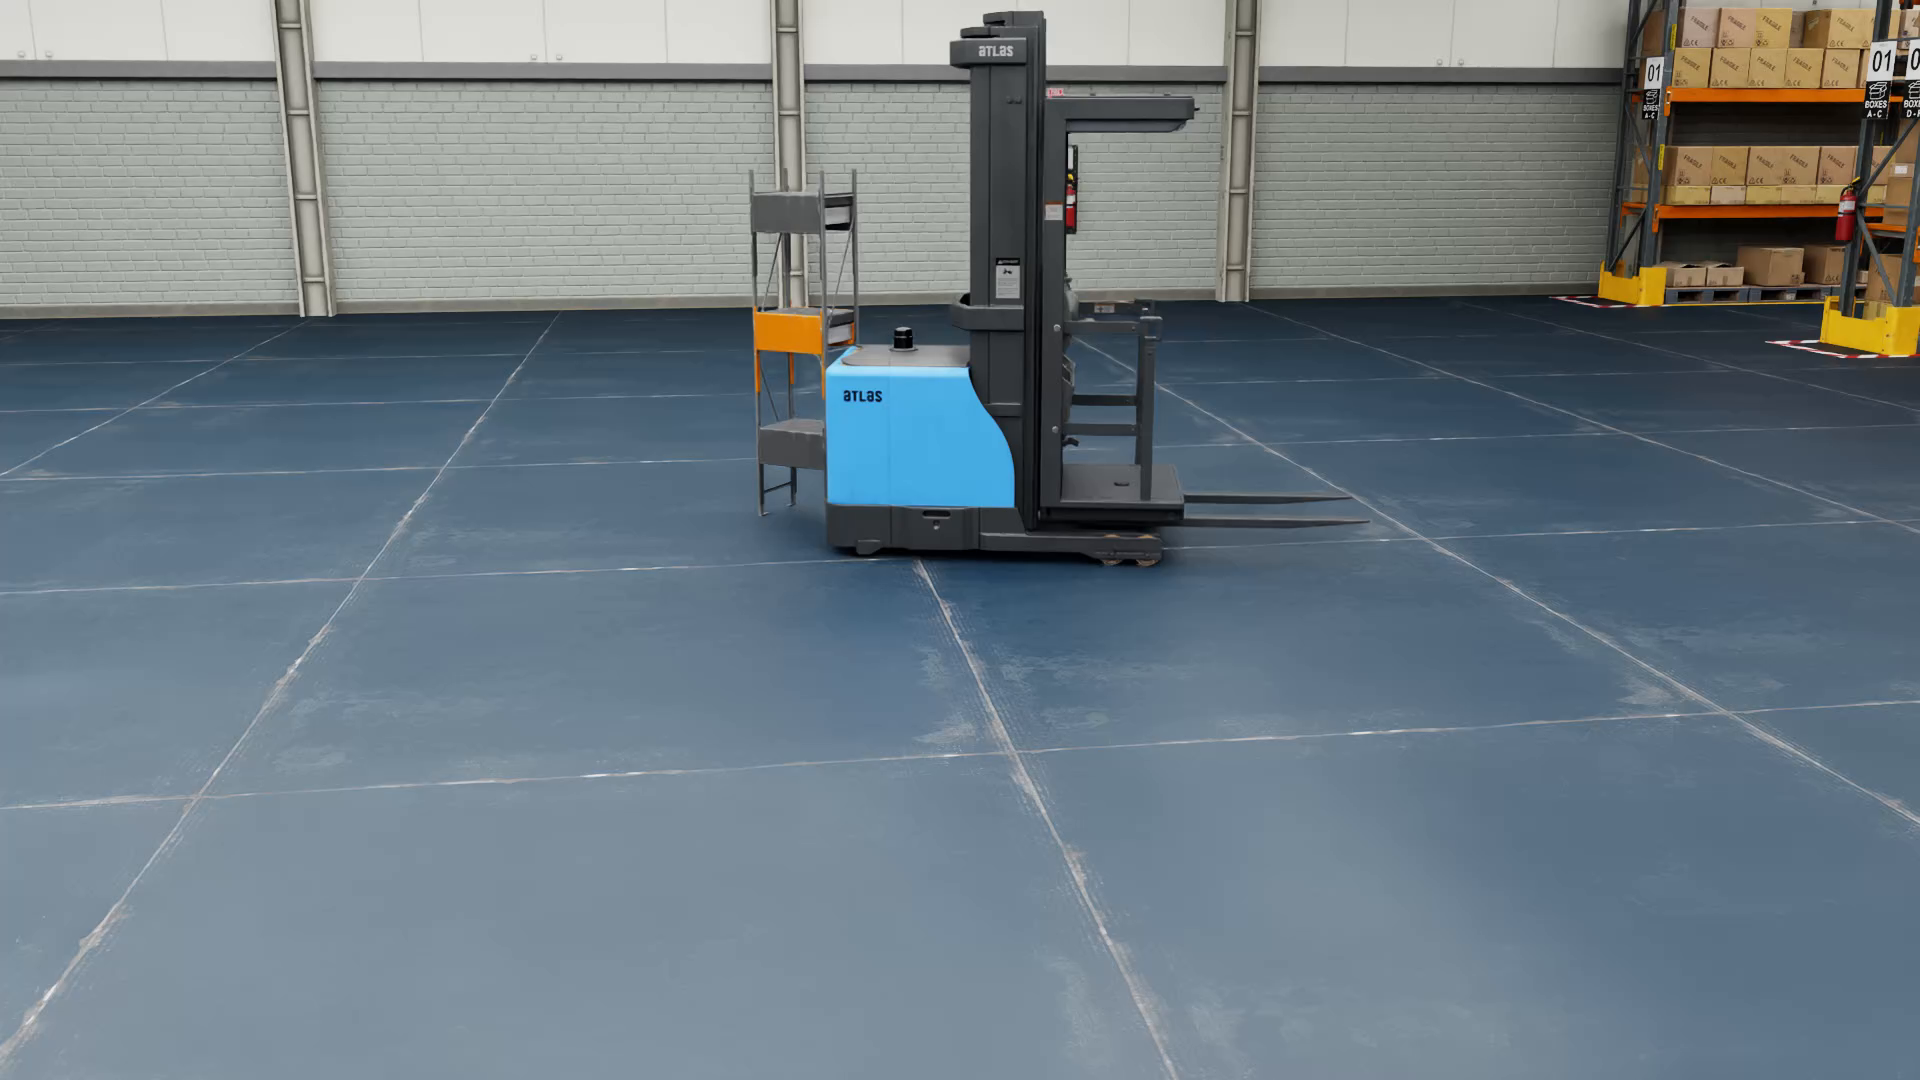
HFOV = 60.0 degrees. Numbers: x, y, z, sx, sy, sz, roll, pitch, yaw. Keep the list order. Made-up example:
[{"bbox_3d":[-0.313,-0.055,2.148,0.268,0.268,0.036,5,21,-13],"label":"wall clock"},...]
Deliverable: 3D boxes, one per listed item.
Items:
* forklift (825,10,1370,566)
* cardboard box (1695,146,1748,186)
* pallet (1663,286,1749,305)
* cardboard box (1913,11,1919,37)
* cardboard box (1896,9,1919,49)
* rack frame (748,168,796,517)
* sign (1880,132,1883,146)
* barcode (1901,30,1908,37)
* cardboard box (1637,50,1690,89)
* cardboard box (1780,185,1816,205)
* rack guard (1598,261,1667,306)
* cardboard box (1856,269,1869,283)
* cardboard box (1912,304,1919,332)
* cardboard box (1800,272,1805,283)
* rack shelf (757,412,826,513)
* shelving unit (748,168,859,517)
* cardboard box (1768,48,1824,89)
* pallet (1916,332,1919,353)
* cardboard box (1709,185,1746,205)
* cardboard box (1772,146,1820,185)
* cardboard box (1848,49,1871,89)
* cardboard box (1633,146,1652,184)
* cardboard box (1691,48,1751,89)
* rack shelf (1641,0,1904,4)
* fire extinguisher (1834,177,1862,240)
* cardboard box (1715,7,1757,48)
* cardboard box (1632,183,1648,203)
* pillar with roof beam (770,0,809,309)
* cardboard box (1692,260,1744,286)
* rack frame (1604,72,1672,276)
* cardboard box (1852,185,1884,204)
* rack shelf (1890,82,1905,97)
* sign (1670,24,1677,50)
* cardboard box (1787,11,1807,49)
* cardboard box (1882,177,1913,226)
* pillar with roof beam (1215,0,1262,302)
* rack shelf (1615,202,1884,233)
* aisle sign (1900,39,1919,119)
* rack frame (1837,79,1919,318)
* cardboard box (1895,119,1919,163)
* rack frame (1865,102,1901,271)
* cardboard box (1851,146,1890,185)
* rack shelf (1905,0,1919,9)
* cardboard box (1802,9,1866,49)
[{"bbox_3d":[0.788,-1.416,9.341,3.031,2.935,1.130,1,14,4],"label":"forklift"},{"bbox_3d":[10.109,-4.989,22.173,0.500,0.500,0.500,-2,14,-8],"label":"cardboard box"},{"bbox_3d":[9.986,-3.399,22.840,1.213,0.211,1.003,-2,14,-8],"label":"pallet"},{"bbox_3d":[10.413,-5.333,17.289,0.637,0.503,0.797,-1,14,-4],"label":"cardboard box"},{"bbox_3d":[12.603,-6.787,22.151,0.500,0.500,0.500,-3,14,-13],"label":"cardboard box"},{"bbox_3d":[-1.148,-1.205,10.210,0.015,2.100,0.400,7,16,26],"label":"rack frame"},{"bbox_3d":[12.971,-5.568,23.375,0.005,0.325,0.100,-2,14,-8],"label":"sign"},{"bbox_3d":[10.070,-5.400,17.726,0.075,0.075,0.001,-2,14,-8],"label":"barcode"},{"bbox_3d":[9.477,-6.317,22.330,0.500,0.500,0.500,-1,14,-4],"label":"cardboard box"},{"bbox_3d":[11.148,-4.663,22.416,0.500,0.250,0.500,-2,14,-8],"label":"cardboard box"},{"bbox_3d":[9.177,-3.518,22.721,0.348,0.500,1.175,-2,14,-8],"label":"rack guard"},{"bbox_3d":[12.533,-3.685,23.169,0.250,0.166,0.380,-4,15,-16],"label":"cardboard box"},{"bbox_3d":[10.407,-2.372,17.803,0.500,0.250,0.500,-2,14,-8],"label":"cardboard box"},{"bbox_3d":[11.473,-3.650,23.066,0.250,0.149,0.380,-3,14,-13],"label":"cardboard box"},{"bbox_3d":[-0.931,-0.485,10.275,0.480,0.518,0.431,7,16,26],"label":"rack shelf"},{"bbox_3d":[-0.931,-1.178,10.101,0.503,2.100,0.431,7,16,26],"label":"shelving unit"},{"bbox_3d":[11.046,-6.248,22.055,0.500,0.500,0.500,-1,14,-5],"label":"cardboard box"},{"bbox_3d":[10.594,-2.221,18.145,1.213,0.211,1.003,-2,14,-8],"label":"pallet"},{"bbox_3d":[10.143,-4.628,22.277,0.500,0.250,0.500,-3,14,-10],"label":"cardboard box"},{"bbox_3d":[11.130,-5.028,22.328,0.500,0.500,0.500,-2,14,-7],"label":"cardboard box"},{"bbox_3d":[12.093,-6.293,22.234,0.500,0.500,0.500,-3,14,-13],"label":"cardboard box"},{"bbox_3d":[9.537,-5.096,22.603,0.500,0.500,0.500,-2,14,-9],"label":"cardboard box"},{"bbox_3d":[10.007,-6.204,21.879,0.500,0.500,0.500,-1,14,-5],"label":"cardboard box"},{"bbox_3d":[11.080,-7.359,22.053,4.000,0.370,1.077,-2,14,-8],"label":"rack shelf"},{"bbox_3d":[9.658,-3.606,18.093,0.183,0.674,0.296,-2,14,-8],"label":"fire extinguisher"},{"bbox_3d":[10.023,-6.687,21.752,0.500,0.500,0.500,-2,14,-9],"label":"cardboard box"},{"bbox_3d":[9.536,-4.728,22.676,0.500,0.250,0.500,-2,14,-7],"label":"cardboard box"},{"bbox_3d":[-1.559,-6.400,16.744,0.400,9.000,9.100,-2,14,-8],"label":"pillar with roof beam"},{"bbox_3d":[10.364,-3.661,22.776,0.500,0.311,0.500,-1,14,-4],"label":"cardboard box"},{"bbox_3d":[9.102,-4.728,22.406,0.127,3.000,1.000,-2,14,-8],"label":"rack frame"},{"bbox_3d":[12.140,-4.703,22.577,0.500,0.250,0.500,-2,14,-8],"label":"cardboard box"},{"bbox_3d":[11.822,-4.715,17.667,4.000,0.370,1.077,-2,14,-8],"label":"rack shelf"},{"bbox_3d":[9.183,-6.476,21.415,0.005,0.325,0.100,-2,14,-8],"label":"sign"},{"bbox_3d":[11.017,-6.856,22.423,0.500,0.500,0.500,-2,14,-8],"label":"cardboard box"},{"bbox_3d":[10.307,-3.598,17.699,0.500,0.500,0.700,-2,14,-8],"label":"cardboard box"},{"bbox_3d":[4.374,-6.618,17.611,0.400,9.000,9.100,-2,14,-8],"label":"pillar with roof beam"},{"bbox_3d":[11.080,-4.451,22.783,4.000,0.370,1.077,-2,14,-8],"label":"rack shelf"},{"bbox_3d":[9.825,-4.721,17.036,0.004,0.787,0.394,-2,14,-8],"label":"aisle sign"},{"bbox_3d":[9.844,-3.536,17.656,0.127,3.000,1.000,-2,14,-8],"label":"rack frame"},{"bbox_3d":[10.360,-4.230,17.548,0.500,0.500,0.700,-2,14,-8],"label":"cardboard box"},{"bbox_3d":[13.058,-4.873,22.984,0.127,3.000,1.000,-2,14,-8],"label":"rack frame"},{"bbox_3d":[12.143,-5.062,22.466,0.500,0.500,0.500,-2,14,-9],"label":"cardboard box"},{"bbox_3d":[15.035,-7.312,22.680,4.000,0.370,1.077,-2,14,-8],"label":"rack shelf"},{"bbox_3d":[11.547,-6.743,21.976,0.500,0.500,0.500,-3,14,-10],"label":"cardboard box"}]
